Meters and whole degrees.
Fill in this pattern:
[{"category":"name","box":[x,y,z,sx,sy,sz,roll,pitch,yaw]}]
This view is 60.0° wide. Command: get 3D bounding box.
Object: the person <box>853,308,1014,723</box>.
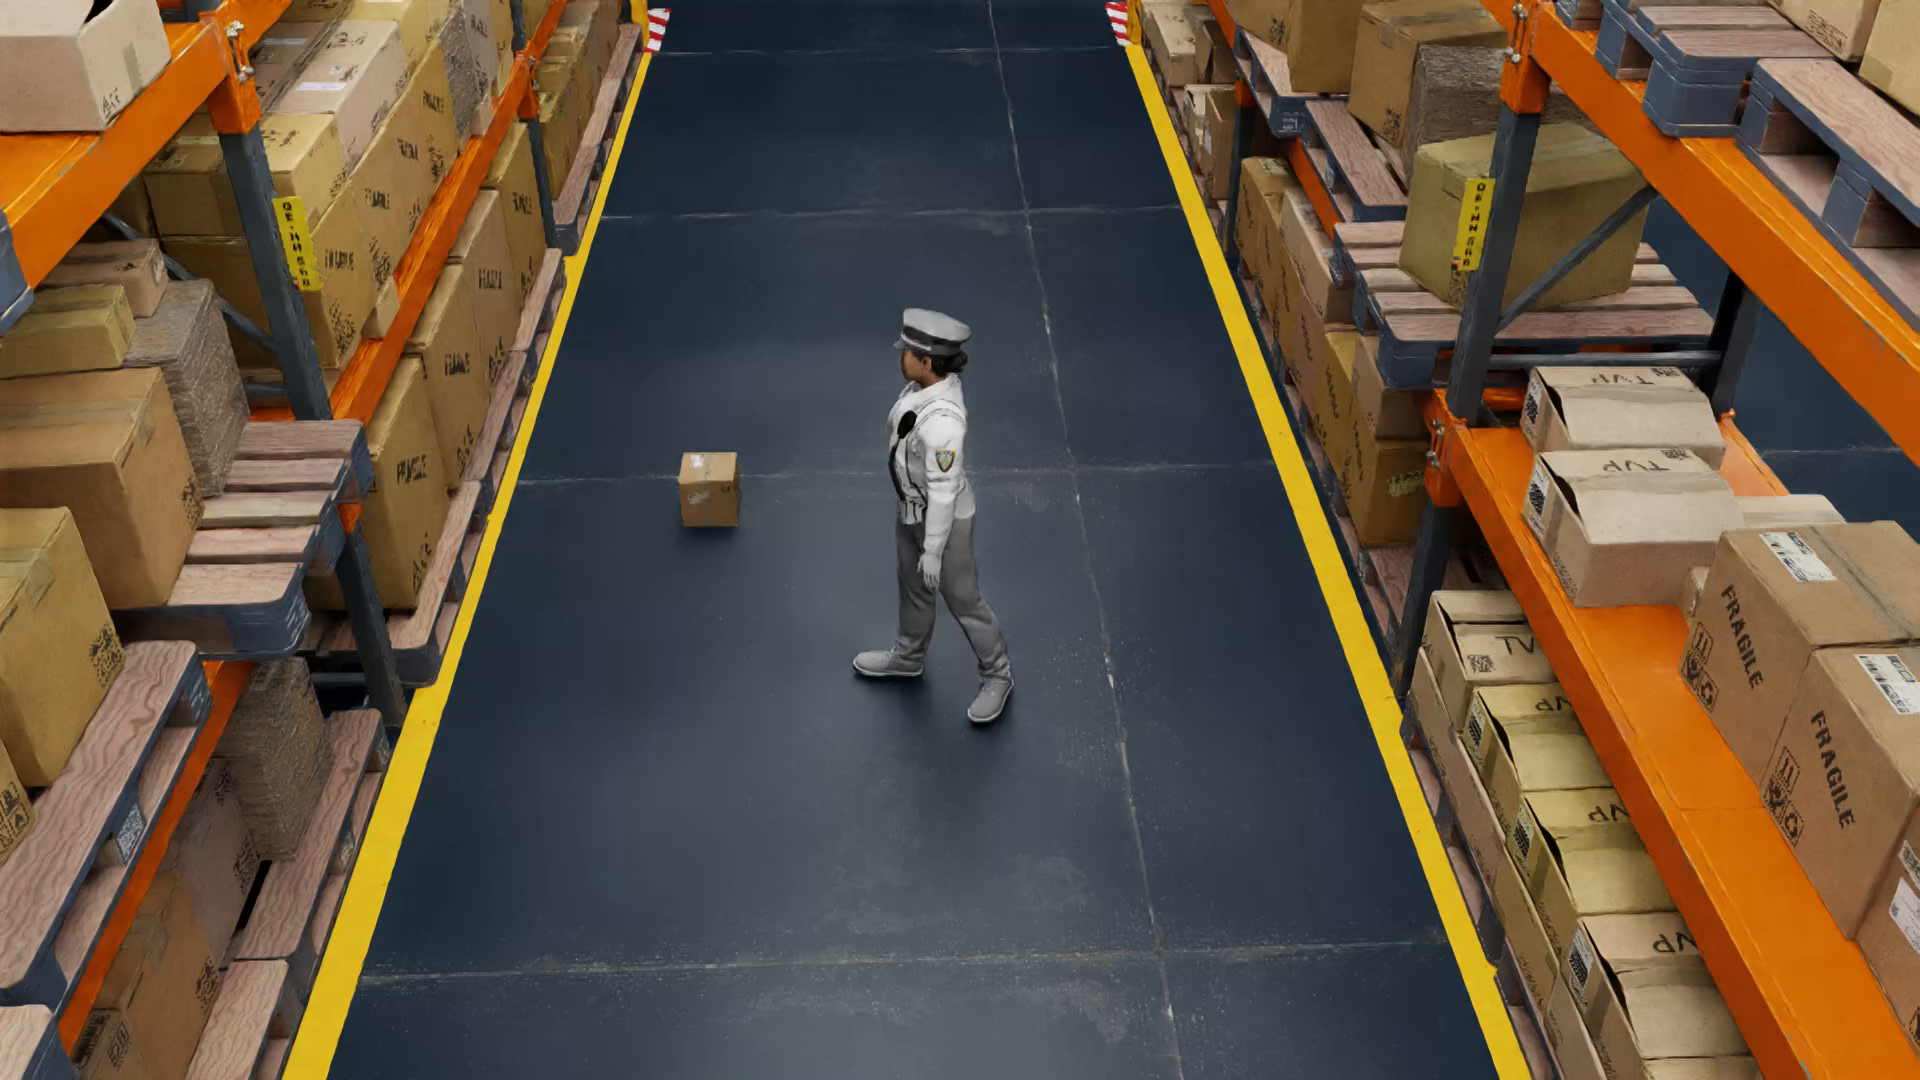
[{"category":"person","box":[-0.114,-0.115,6.290,0.613,1.654,0.678,-7,36,-9]}]
